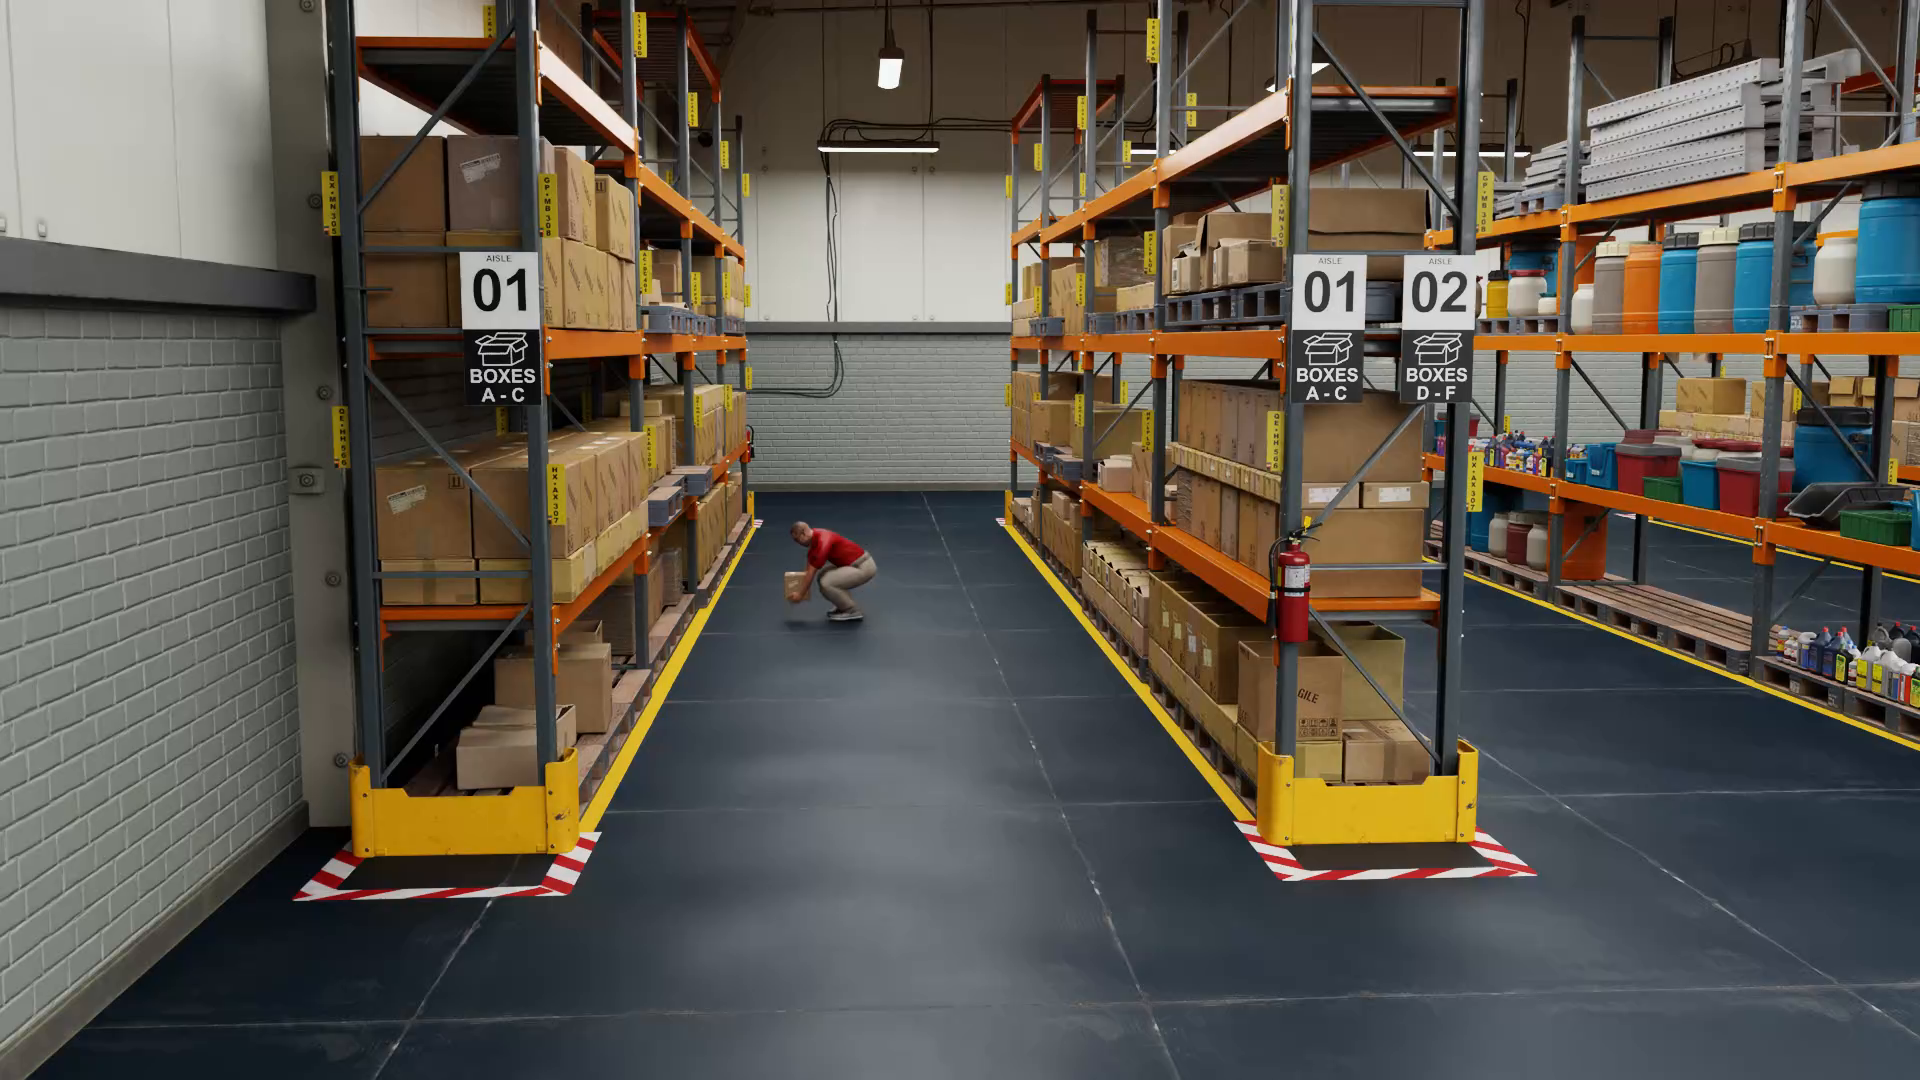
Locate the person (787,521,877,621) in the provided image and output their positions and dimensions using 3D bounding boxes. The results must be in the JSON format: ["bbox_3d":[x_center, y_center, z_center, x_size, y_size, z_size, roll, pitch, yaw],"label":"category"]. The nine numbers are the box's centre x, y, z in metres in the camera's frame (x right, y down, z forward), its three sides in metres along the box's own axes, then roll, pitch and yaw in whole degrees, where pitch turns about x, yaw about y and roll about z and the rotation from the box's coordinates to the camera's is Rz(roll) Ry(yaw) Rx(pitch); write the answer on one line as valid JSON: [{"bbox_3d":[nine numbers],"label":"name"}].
[{"bbox_3d":[-1.271,0.298,16.502,0.886,0.988,0.523,-1,7,-5],"label":"person"}]
